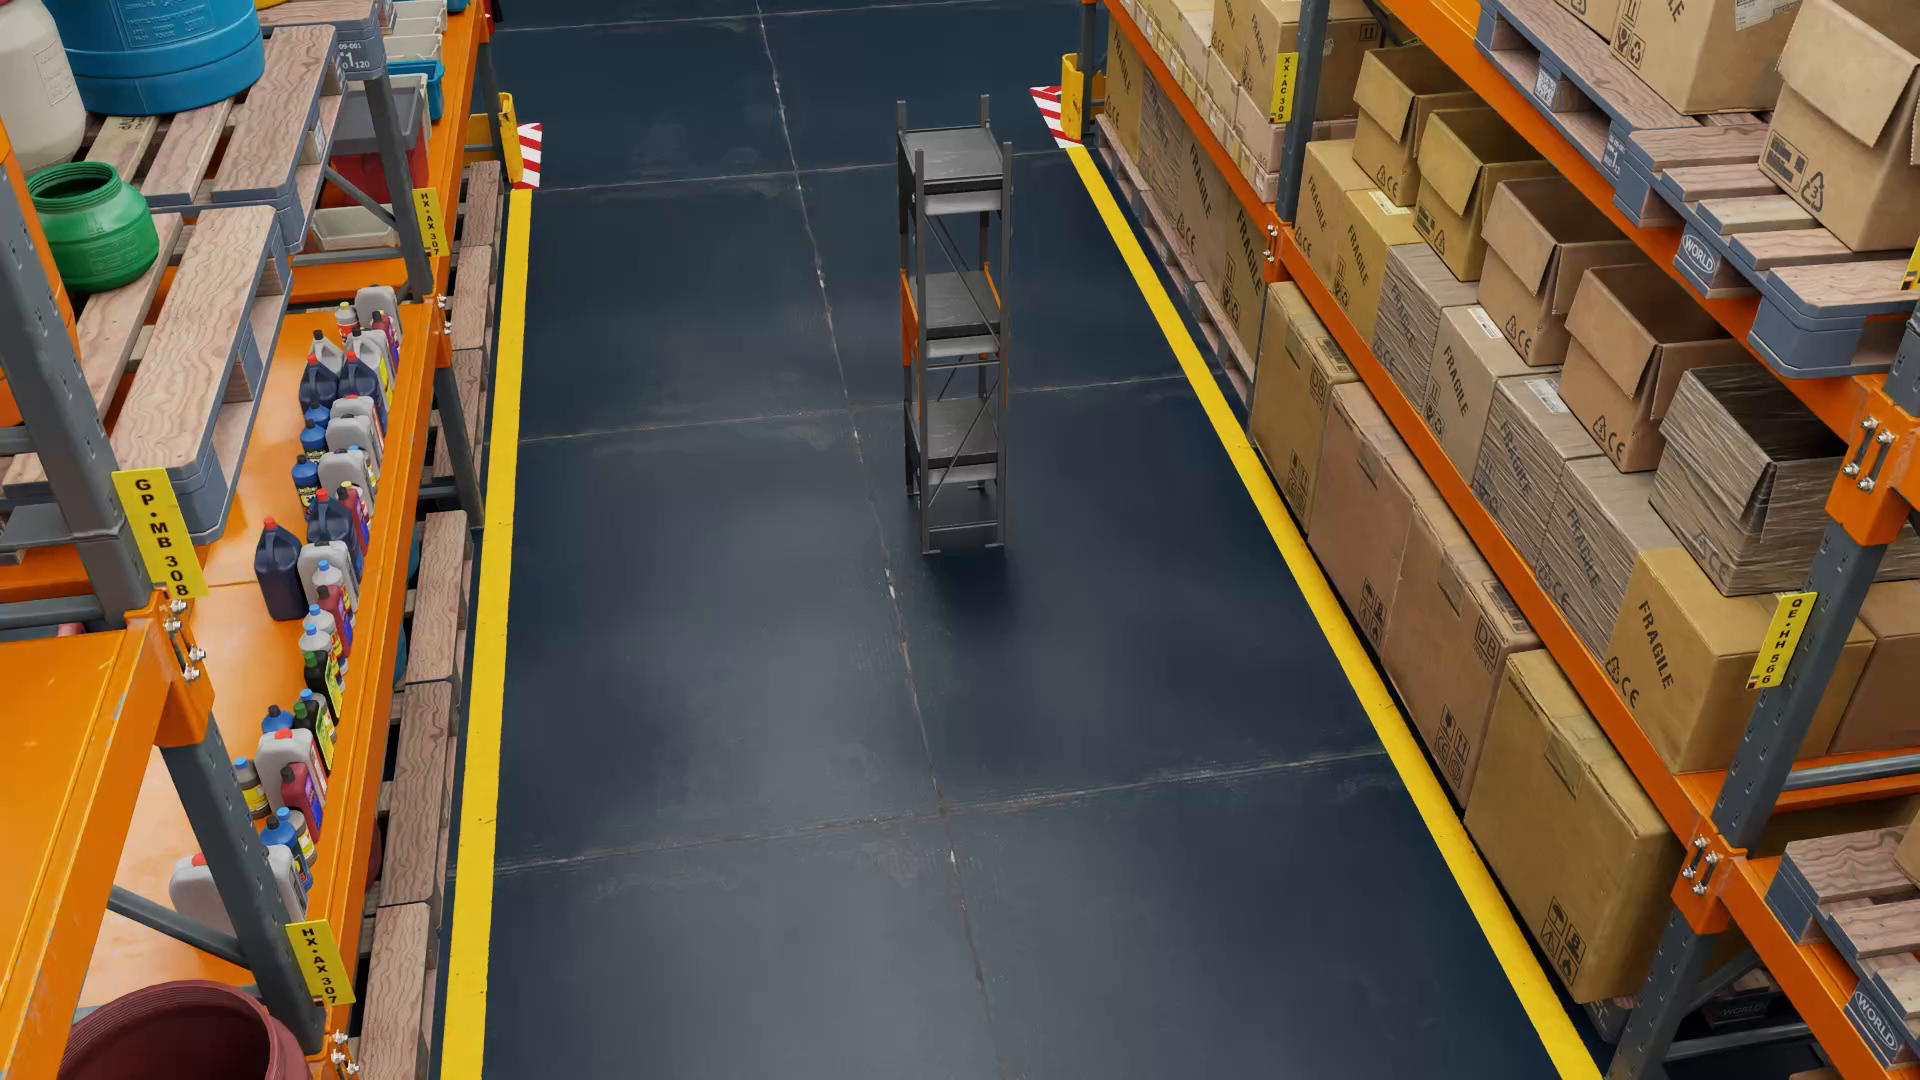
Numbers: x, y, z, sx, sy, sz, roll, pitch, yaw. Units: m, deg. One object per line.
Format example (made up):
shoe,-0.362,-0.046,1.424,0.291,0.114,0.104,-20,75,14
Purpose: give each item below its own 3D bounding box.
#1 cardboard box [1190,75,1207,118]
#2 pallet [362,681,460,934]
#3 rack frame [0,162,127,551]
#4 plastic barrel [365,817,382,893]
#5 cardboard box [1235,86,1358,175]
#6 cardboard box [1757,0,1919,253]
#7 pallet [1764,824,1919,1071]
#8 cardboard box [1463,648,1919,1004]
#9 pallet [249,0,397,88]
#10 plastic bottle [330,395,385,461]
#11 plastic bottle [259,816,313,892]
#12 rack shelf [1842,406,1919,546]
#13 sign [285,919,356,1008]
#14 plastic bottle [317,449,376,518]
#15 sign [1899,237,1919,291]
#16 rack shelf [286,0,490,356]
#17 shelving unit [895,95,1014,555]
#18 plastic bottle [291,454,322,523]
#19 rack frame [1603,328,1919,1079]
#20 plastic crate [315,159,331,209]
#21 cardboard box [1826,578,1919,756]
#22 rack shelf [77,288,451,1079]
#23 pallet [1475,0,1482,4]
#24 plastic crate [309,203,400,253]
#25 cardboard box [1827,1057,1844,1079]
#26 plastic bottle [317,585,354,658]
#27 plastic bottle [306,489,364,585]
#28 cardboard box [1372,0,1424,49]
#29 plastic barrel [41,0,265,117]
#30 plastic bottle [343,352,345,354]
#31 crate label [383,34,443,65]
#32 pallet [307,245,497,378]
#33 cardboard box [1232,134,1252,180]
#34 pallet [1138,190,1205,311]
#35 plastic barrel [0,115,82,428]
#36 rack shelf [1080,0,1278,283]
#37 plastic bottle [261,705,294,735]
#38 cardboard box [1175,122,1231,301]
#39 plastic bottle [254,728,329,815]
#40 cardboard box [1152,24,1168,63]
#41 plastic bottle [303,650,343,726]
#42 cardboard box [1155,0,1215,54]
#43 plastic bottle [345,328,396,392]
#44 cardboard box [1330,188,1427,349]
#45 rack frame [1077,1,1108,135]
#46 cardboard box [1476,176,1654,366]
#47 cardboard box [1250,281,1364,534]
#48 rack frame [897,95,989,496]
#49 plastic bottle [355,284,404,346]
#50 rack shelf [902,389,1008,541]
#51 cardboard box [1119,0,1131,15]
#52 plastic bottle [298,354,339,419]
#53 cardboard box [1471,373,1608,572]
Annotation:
cardboard box,1.467,-2.422,9.027,0.380,0.149,0.250,-6,38,-7
pallet,-2.541,1.093,6.572,1.003,0.211,1.213,-6,38,-8
rack frame,-2.151,-1.171,2.322,1.000,3.000,0.127,-6,38,-8
plastic barrel,-2.452,1.009,6.029,0.600,0.588,0.708,-6,38,-8
cardboard box,1.688,-2.047,8.220,0.500,0.250,0.500,-7,38,-9
cardboard box,2.547,-1.086,4.232,0.797,0.503,0.637,-4,38,-5
pallet,2.955,1.160,4.368,1.213,0.211,1.003,-6,38,-8
cardboard box,2.625,0.920,5.911,1.225,0.875,0.875,-8,39,-10
pallet,-2.619,-1.865,5.814,1.213,0.211,1.003,-6,38,-8
plastic bottle,-2.313,-0.440,6.373,0.152,0.276,0.135,-6,38,-8
plastic bottle,-1.902,0.880,4.677,0.097,0.271,0.097,0,38,0
rack shelf,3.076,0.973,2.594,1.077,0.370,4.000,-6,38,-8
sign,-1.611,1.071,4.194,0.100,0.325,0.005,-6,38,-8
plastic bottle,-2.248,-0.219,6.088,0.152,0.276,0.135,-6,38,-8
sign,2.177,-0.700,3.674,0.100,0.325,0.005,-6,38,-8
rack shelf,-3.203,-2.142,9.048,1.077,0.370,4.000,-6,38,-8
shelving unit,-0.029,-0.929,7.634,0.431,2.100,0.503,-6,38,-8
plastic bottle,-2.368,-0.192,6.057,0.097,0.271,0.097,0,38,0
rack frame,2.725,0.666,4.848,1.000,3.000,0.127,-6,38,-8
plastic crate,-3.313,-1.780,8.171,0.437,0.125,0.590,-6,38,-8
cardboard box,2.908,0.303,5.233,0.500,0.500,0.500,-5,38,-7
rack shelf,-2.502,0.274,5.938,1.077,0.370,4.000,-6,38,-8
pallet,2.233,-2.311,6.390,0.805,0.209,1.217,-8,39,-10
plastic crate,-2.793,-1.434,7.716,0.396,0.136,0.243,-6,38,-8
cardboard box,2.872,1.584,4.733,0.500,0.250,0.500,-5,38,-6
plastic bottle,-2.066,0.245,5.484,0.061,0.283,0.133,-6,38,-8
plastic bottle,-2.176,-0.013,5.762,0.144,0.351,0.185,-6,38,-8
cardboard box,2.192,-2.422,8.090,0.500,0.500,0.500,-6,38,-8
plastic barrel,-2.403,-1.752,4.764,0.600,0.901,0.708,-6,38,-8
plastic bottle,-2.521,-0.691,6.756,0.097,0.201,0.097,0,38,0
crate label,-3.123,-2.738,9.395,0.396,0.136,0.243,-6,38,-8
pallet,-3.237,-1.295,9.645,1.003,0.211,1.213,-6,38,-8
cardboard box,1.602,-1.956,8.427,0.380,0.149,0.250,-6,38,-7
pallet,1.750,-1.855,10.366,1.003,0.211,1.213,-6,38,-8
plastic barrel,-2.248,-0.665,3.423,0.600,0.830,0.708,-6,38,-8
rack shelf,1.673,-2.674,9.734,1.077,0.370,4.000,-6,38,-8
plastic bottle,-2.043,0.607,5.028,0.097,0.271,0.097,0,38,0
cardboard box,1.829,-2.028,9.705,0.875,0.875,0.875,-6,38,-8
plastic bottle,-1.990,0.672,4.941,0.152,0.276,0.135,-6,38,-8
cardboard box,1.331,-2.888,9.628,0.380,0.149,0.250,-7,38,-9
plastic bottle,-2.009,0.444,5.229,0.061,0.283,0.133,-6,38,-8
cardboard box,1.420,-2.974,9.413,0.500,0.250,0.500,-7,38,-9
plastic bottle,-2.401,-0.745,6.765,0.152,0.276,0.135,-6,38,-8
cardboard box,1.947,-1.182,7.144,0.500,0.500,0.500,-6,38,-8
rack frame,1.323,-4.166,11.068,1.000,3.000,0.127,-6,38,-8
cardboard box,2.377,-1.012,6.108,0.797,0.503,0.637,-5,38,-6
cardboard box,2.156,-0.693,7.986,1.225,0.875,0.875,-6,38,-8
rack frame,-0.072,-1.077,7.824,0.400,2.100,0.015,-6,38,-8
plastic bottle,-2.465,-0.965,7.049,0.152,0.276,0.135,-6,38,-8
rack shelf,-0.029,-0.366,8.072,0.431,0.518,0.480,-6,38,-8
cardboard box,1.198,-3.350,10.222,0.380,0.149,0.250,-7,38,-9
plastic bottle,-2.479,-0.551,6.454,0.144,0.351,0.185,-6,38,-8
cardboard box,2.219,-0.260,5.959,0.500,0.500,0.500,-7,38,-9
